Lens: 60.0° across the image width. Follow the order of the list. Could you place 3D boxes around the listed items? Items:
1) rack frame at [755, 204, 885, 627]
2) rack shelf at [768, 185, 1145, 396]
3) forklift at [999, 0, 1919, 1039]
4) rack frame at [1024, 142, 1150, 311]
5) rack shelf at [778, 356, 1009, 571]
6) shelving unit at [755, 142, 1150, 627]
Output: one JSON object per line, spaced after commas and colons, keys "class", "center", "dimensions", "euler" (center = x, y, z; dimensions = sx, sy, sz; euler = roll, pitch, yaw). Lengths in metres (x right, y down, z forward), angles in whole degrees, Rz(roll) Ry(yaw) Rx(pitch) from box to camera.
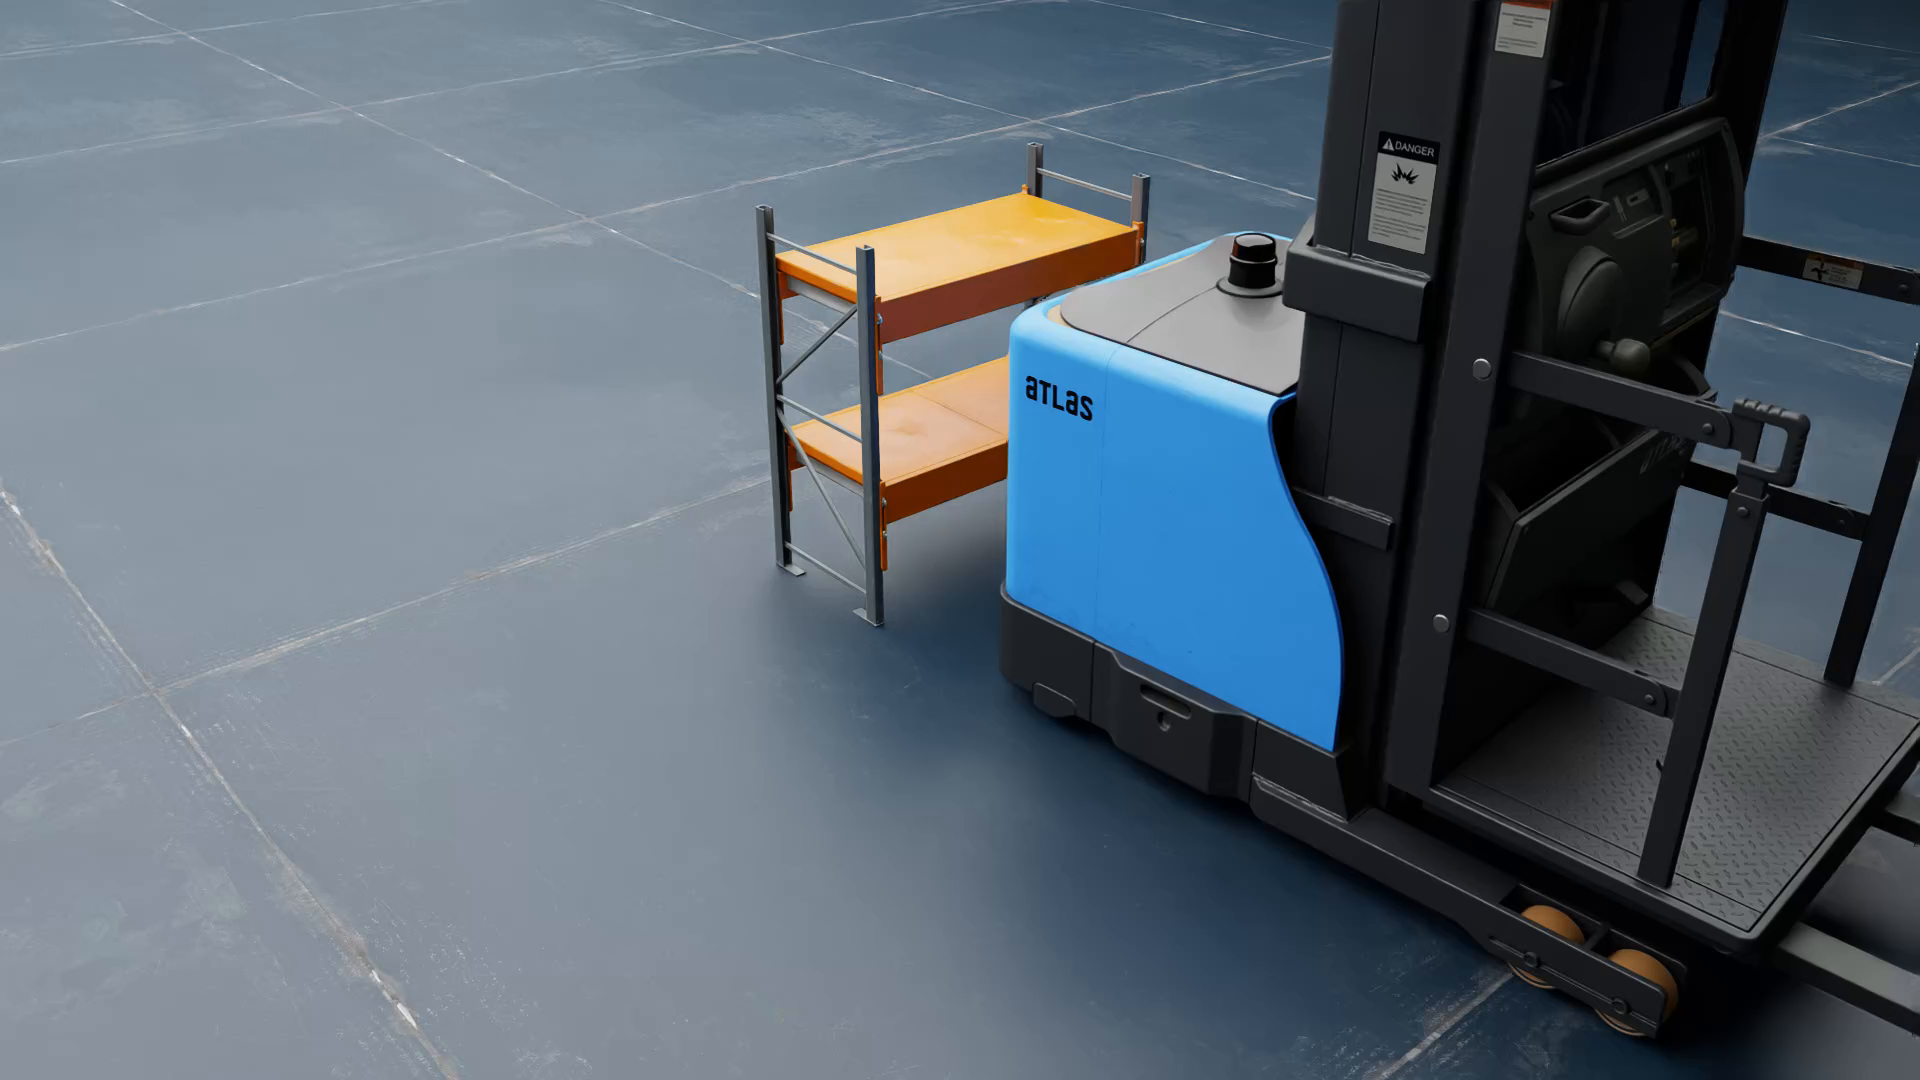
{"class": "rack frame", "center": [-0.392, -0.339, 4.690], "dimensions": [0.032, 1.125, 0.500], "euler": [-22, 35, -35]}
{"class": "rack shelf", "center": [-0.005, -0.752, 4.843], "dimensions": [1.000, 0.278, 0.538], "euler": [-22, 35, -35]}
{"class": "forklift", "center": [1.511, -0.568, 3.203], "dimensions": [3.031, 2.935, 1.130], "euler": [25, 37, 38]}
{"class": "rack frame", "center": [0.382, -0.650, 5.272], "dimensions": [0.032, 1.125, 0.500], "euler": [-22, 35, -35]}
{"class": "rack shelf", "center": [-0.005, -0.278, 5.096], "dimensions": [1.000, 0.278, 0.538], "euler": [-22, 35, -35]}
{"class": "shelving unit", "center": [-0.005, -0.494, 4.981], "dimensions": [1.048, 1.125, 0.538], "euler": [-22, 35, -35]}
